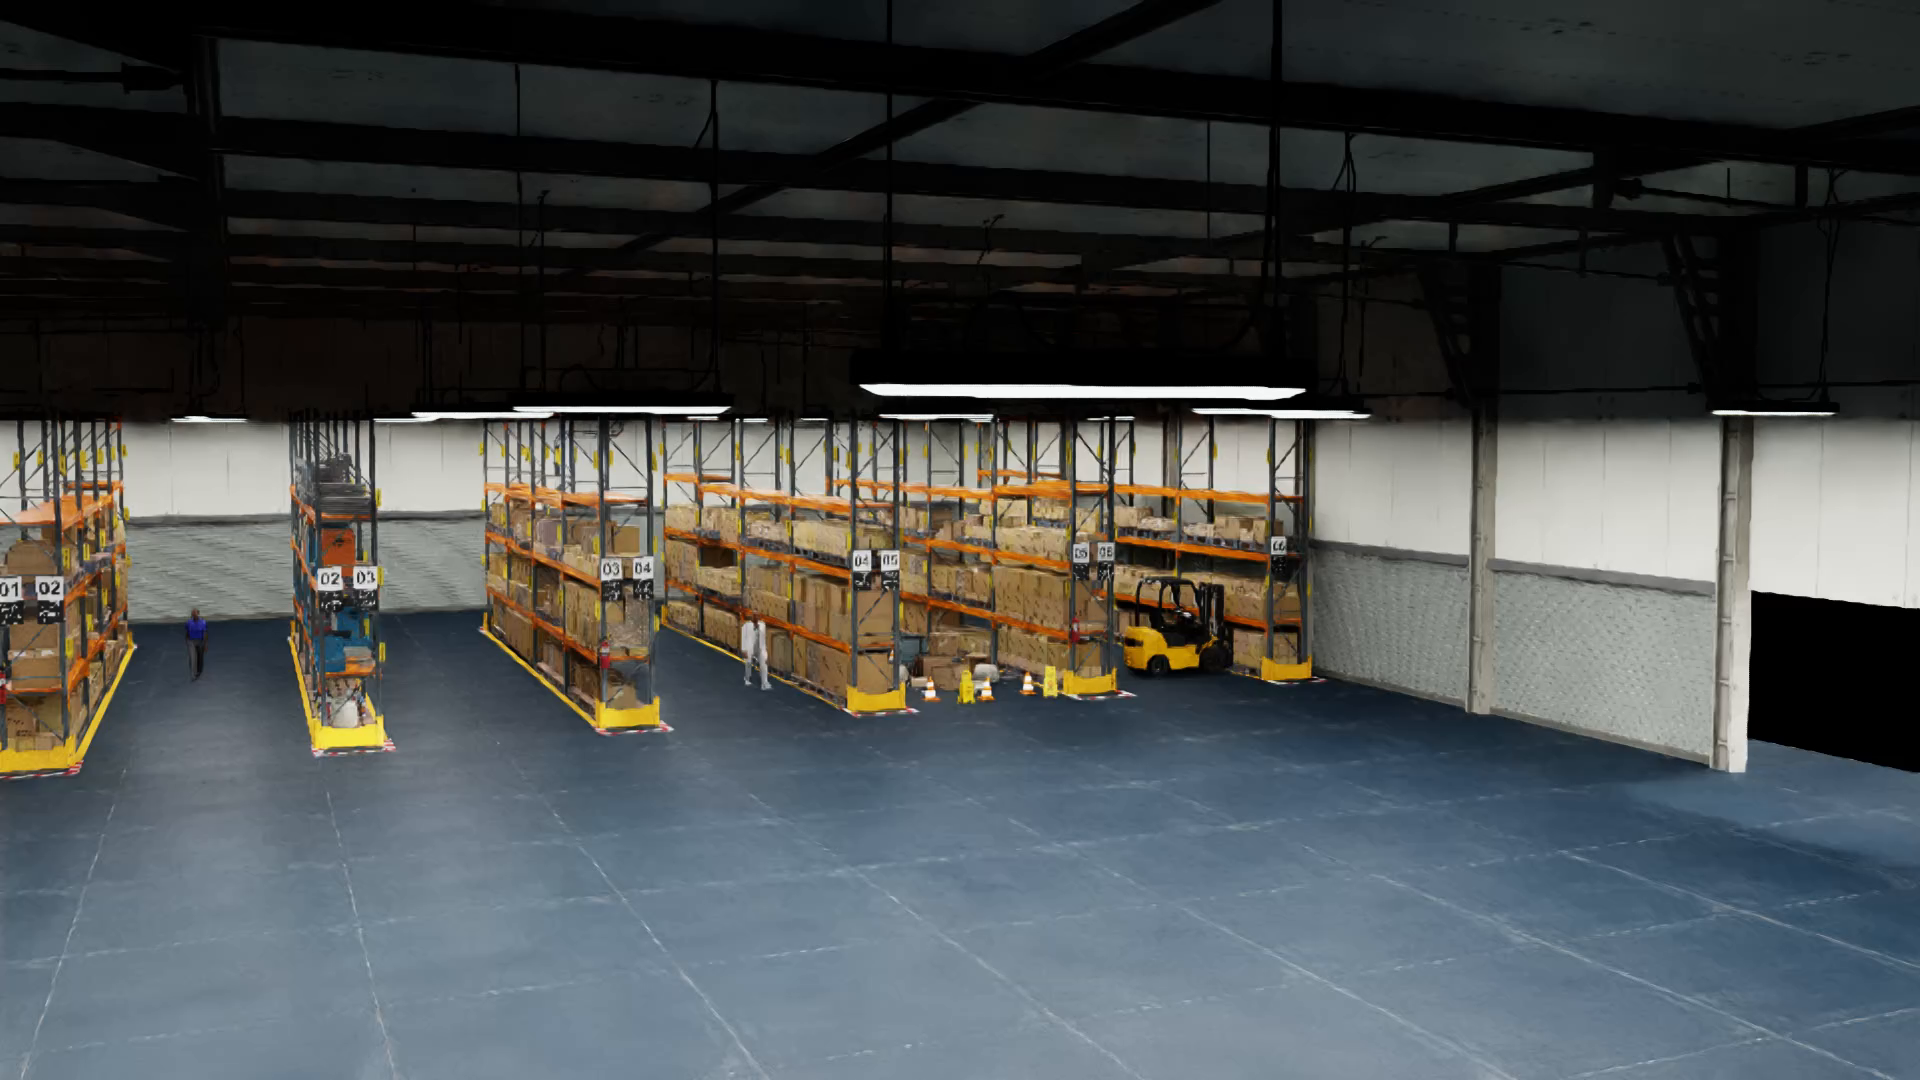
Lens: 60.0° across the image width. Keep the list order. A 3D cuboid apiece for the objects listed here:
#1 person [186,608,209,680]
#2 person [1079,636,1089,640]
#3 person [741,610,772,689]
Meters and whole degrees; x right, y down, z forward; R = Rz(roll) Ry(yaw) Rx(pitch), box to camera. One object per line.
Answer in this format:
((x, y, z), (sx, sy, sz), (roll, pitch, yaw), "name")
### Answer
((-17.087, 2.309, 37.257), (0.461, 1.596, 0.989), (-2, 4, -24), "person")
((2.846, 2.069, 39.212), (0.577, 1.785, 0.650), (1, 4, 9), "person")
((-4.419, 2.345, 35.839), (0.598, 1.698, 1.194), (-2, 4, -21), "person")
